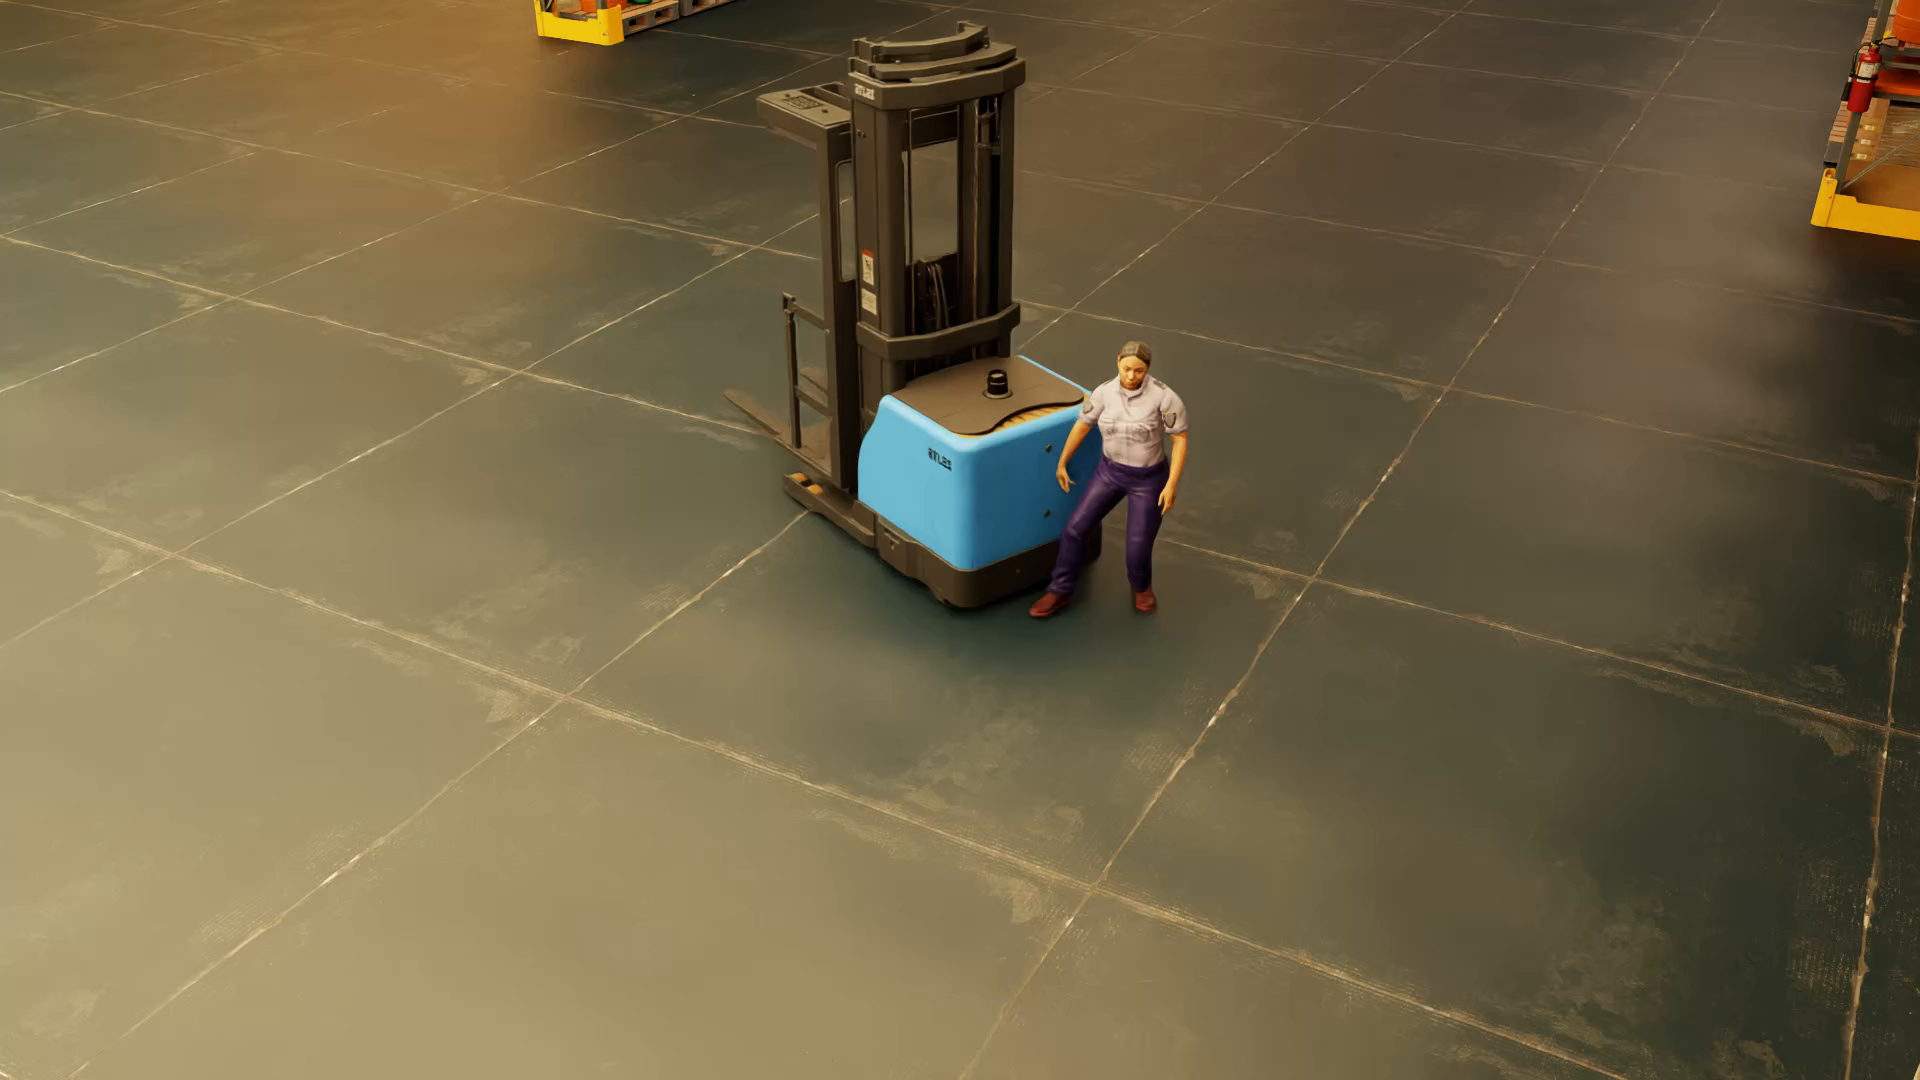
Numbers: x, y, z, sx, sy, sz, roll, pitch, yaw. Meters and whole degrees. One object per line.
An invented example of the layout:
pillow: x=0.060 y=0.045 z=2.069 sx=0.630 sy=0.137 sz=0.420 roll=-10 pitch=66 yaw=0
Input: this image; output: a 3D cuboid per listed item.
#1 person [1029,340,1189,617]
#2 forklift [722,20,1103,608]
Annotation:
person: x=0.817 y=-0.293 z=8.939 sx=0.710 sy=1.579 sz=0.640 roll=17 pitch=34 yaw=27
forklift: x=-0.454 y=-1.574 z=9.798 sx=1.130 sy=2.935 sz=3.031 roll=-20 pitch=36 yaw=-31
